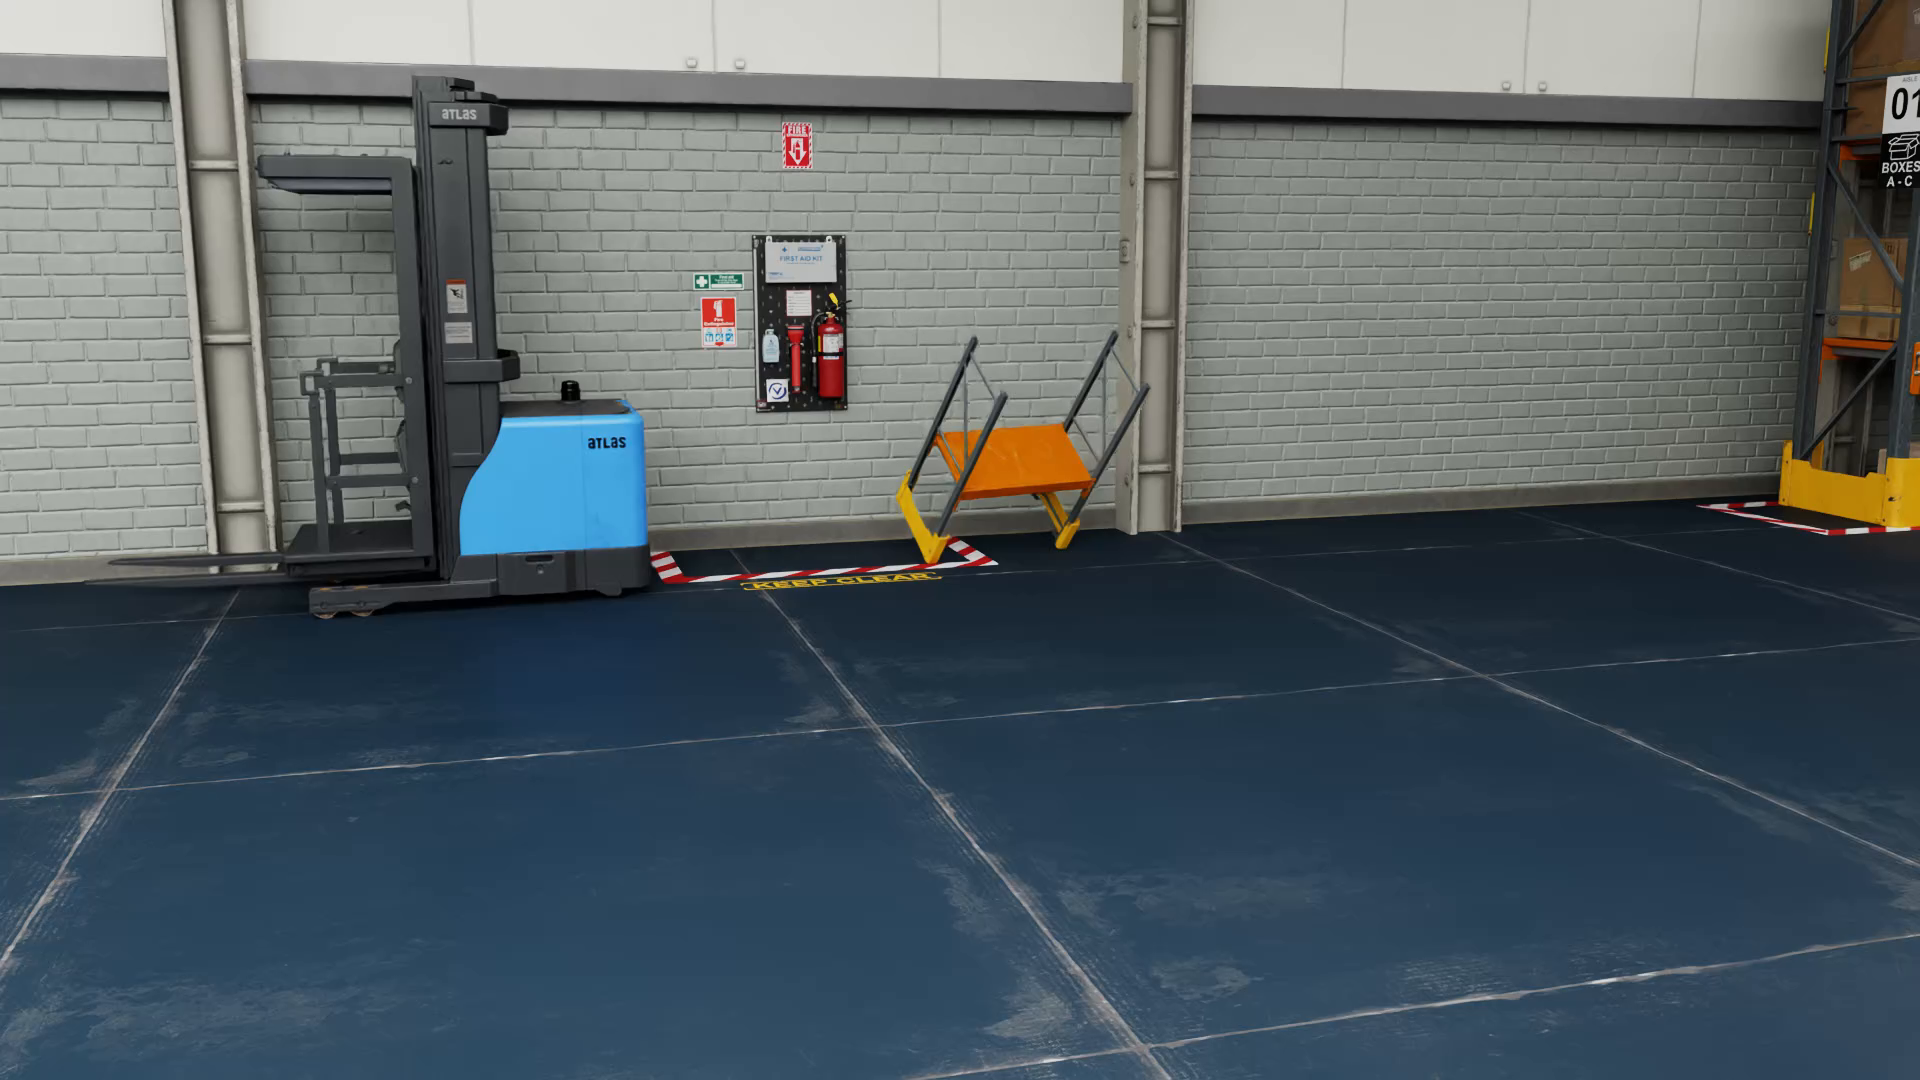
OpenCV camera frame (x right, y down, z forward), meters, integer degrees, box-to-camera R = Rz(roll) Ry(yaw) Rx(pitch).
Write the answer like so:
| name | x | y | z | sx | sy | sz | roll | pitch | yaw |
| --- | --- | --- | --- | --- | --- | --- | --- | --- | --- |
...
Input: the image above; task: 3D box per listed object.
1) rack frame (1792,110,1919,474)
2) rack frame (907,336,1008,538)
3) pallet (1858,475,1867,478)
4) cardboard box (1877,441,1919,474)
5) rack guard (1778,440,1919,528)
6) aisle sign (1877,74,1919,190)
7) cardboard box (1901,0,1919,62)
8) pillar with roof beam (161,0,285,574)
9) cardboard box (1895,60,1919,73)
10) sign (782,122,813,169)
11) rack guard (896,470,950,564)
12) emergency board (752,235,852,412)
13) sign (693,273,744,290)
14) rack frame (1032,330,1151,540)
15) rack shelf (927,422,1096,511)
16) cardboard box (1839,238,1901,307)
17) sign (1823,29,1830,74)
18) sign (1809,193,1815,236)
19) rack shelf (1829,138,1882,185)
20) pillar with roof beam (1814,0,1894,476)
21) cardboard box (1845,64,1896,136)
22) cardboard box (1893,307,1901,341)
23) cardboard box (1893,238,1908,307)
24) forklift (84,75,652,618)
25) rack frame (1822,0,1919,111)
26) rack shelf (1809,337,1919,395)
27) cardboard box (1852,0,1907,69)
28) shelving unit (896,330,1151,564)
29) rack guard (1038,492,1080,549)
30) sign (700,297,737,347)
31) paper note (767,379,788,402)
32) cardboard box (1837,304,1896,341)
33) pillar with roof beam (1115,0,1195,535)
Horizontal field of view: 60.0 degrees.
| name | x | y | z | sx | sy | sz | roll | pitch | yaw |
| --- | --- | --- | --- | --- | --- | --- | --- | --- | --- |
| rack frame | 6.681 | -1.668 | 12.323 | 0.127 | 3.000 | 1.000 | -3 | 11 | -16 |
| rack frame | -0.063 | -0.549 | 10.336 | 0.032 | 1.500 | 0.500 | -6 | 53 | -29 |
| pallet | 7.544 | -0.336 | 12.786 | 1.213 | 0.211 | 1.003 | -3 | 11 | -16 |
| cardboard box | 7.371 | -0.582 | 12.632 | 0.500 | 0.311 | 0.500 | -4 | 11 | -22 |
| rack guard | 6.754 | -0.443 | 12.570 | 0.348 | 0.500 | 1.175 | -3 | 11 | -16 |
| aisle sign | 6.696 | -2.891 | 11.785 | 0.004 | 0.787 | 0.394 | -3 | 11 | -16 |
| cardboard box | 7.119 | -3.671 | 11.827 | 0.500 | 0.500 | 0.500 | -4 | 11 | -20 |
| pillar with roof beam | -3.207 | -3.449 | 5.425 | 0.400 | 9.000 | 9.100 | -3 | 11 | -16 |
| cardboard box | 7.072 | -3.176 | 11.897 | 0.500 | 0.500 | 0.500 | -3 | 11 | -14 |
| sign | -1.068 | -2.589 | 10.922 | 0.199 | 0.298 | 0.001 | -3 | 11 | -16 |
| rack guard | -0.245 | -0.152 | 10.783 | 0.087 | 0.250 | 0.587 | -6 | 53 | -29 |
| emergency board | -1.033 | -1.432 | 11.040 | 0.643 | 1.169 | 0.194 | -3 | 11 | -16 |
| sign | -1.586 | -1.699 | 10.927 | 0.331 | 0.109 | 0.001 | -3 | 11 | -16 |
| rack frame | 0.822 | -0.645 | 10.826 | 0.032 | 1.500 | 0.500 | -6 | 53 | -29 |
| rack shelf | 0.322 | -0.482 | 10.707 | 1.000 | 0.185 | 0.538 | -6 | 53 | -29 |
| cardboard box | 7.074 | -2.034 | 12.597 | 0.500 | 0.500 | 0.500 | -3 | 11 | -17 |
| sign | 6.545 | -3.676 | 12.501 | 0.005 | 0.325 | 0.100 | -3 | 11 | -16 |
| sign | 6.545 | -2.491 | 12.719 | 0.005 | 0.325 | 0.100 | -3 | 11 | -16 |
| rack shelf | 8.601 | -2.891 | 12.666 | 4.000 | 0.370 | 1.077 | -3 | 11 | -16 |
| pillar with roof beam | 8.315 | -4.056 | 8.724 | 0.400 | 9.000 | 9.100 | -3 | 11 | -16 |
| cardboard box | 7.011 | -3.268 | 12.394 | 0.500 | 0.500 | 0.500 | -2 | 11 | -12 |
| cardboard box | 7.238 | -1.574 | 12.169 | 0.500 | 0.250 | 0.500 | -3 | 11 | -18 |
| cardboard box | 7.224 | -1.945 | 12.114 | 0.500 | 0.500 | 0.500 | -3 | 11 | -16 |
| forklift | -3.383 | -1.115 | 9.508 | 3.031 | 2.935 | 1.130 | -3 | 11 | -16 |
| rack frame | 6.681 | -4.619 | 11.780 | 0.127 | 3.000 | 1.000 | -3 | 11 | -16 |
| rack shelf | 8.601 | -1.416 | 12.938 | 4.000 | 0.370 | 1.077 | -3 | 11 | -16 |
| cardboard box | 7.022 | -3.761 | 12.316 | 0.500 | 0.500 | 0.500 | -3 | 11 | -13 |
| shelving unit | 0.388 | -0.598 | 10.586 | 1.083 | 1.500 | 0.587 | -6 | 53 | -29 |
| rack guard | 0.622 | -0.246 | 11.264 | 0.087 | 0.250 | 0.587 | -6 | 53 | -29 |
| sign | -1.592 | -1.439 | 10.982 | 0.234 | 0.329 | 0.001 | -3 | 11 | -16 |
| paper note | -1.222 | -1.002 | 11.136 | 0.142 | 0.148 | 0.016 | -3 | 11 | -16 |
| cardboard box | 7.076 | -1.662 | 12.646 | 0.500 | 0.250 | 0.500 | -3 | 11 | -15 |
| pillar with roof beam | 2.554 | -3.752 | 7.075 | 0.400 | 9.000 | 9.100 | -3 | 11 | -16 |
